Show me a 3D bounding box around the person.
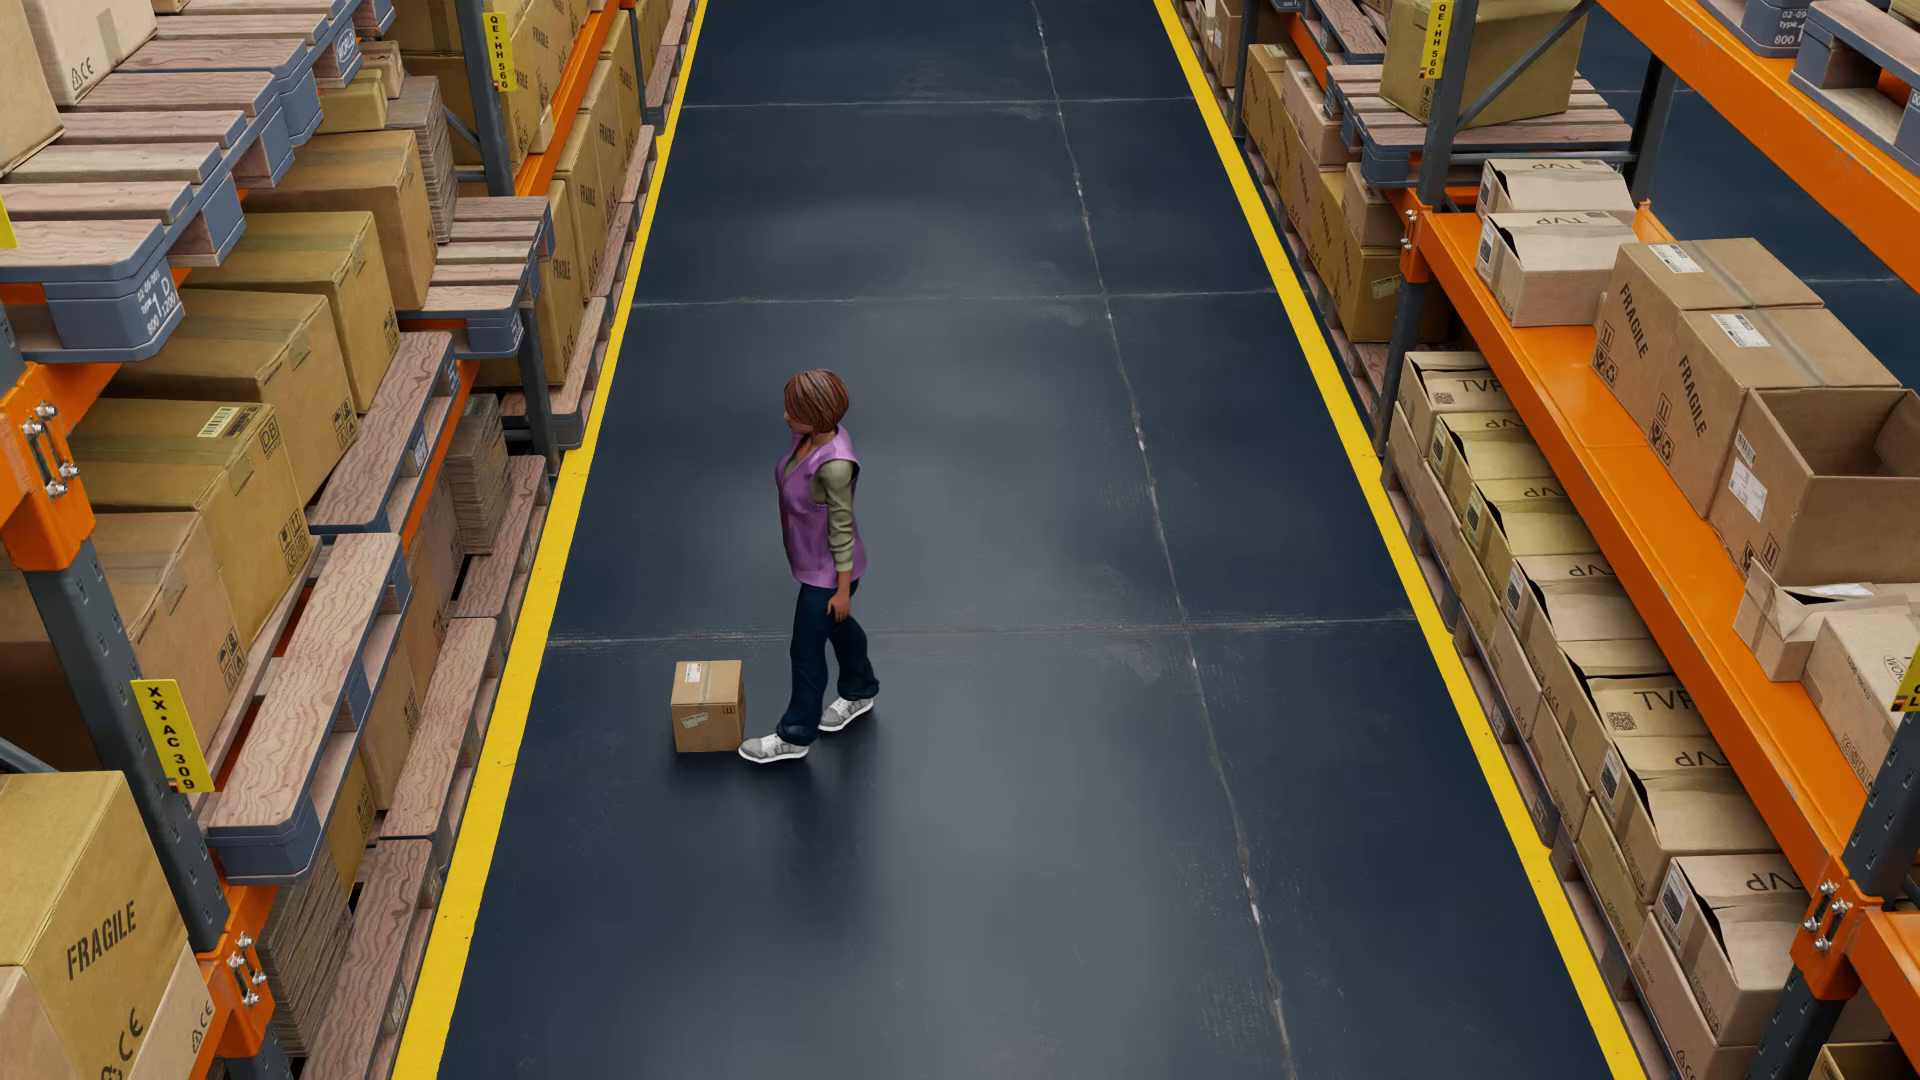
[{"bbox_3d":[-0.577,0.105,6.002,0.597,1.593,0.430,-10,37,-13],"label":"person"}]
